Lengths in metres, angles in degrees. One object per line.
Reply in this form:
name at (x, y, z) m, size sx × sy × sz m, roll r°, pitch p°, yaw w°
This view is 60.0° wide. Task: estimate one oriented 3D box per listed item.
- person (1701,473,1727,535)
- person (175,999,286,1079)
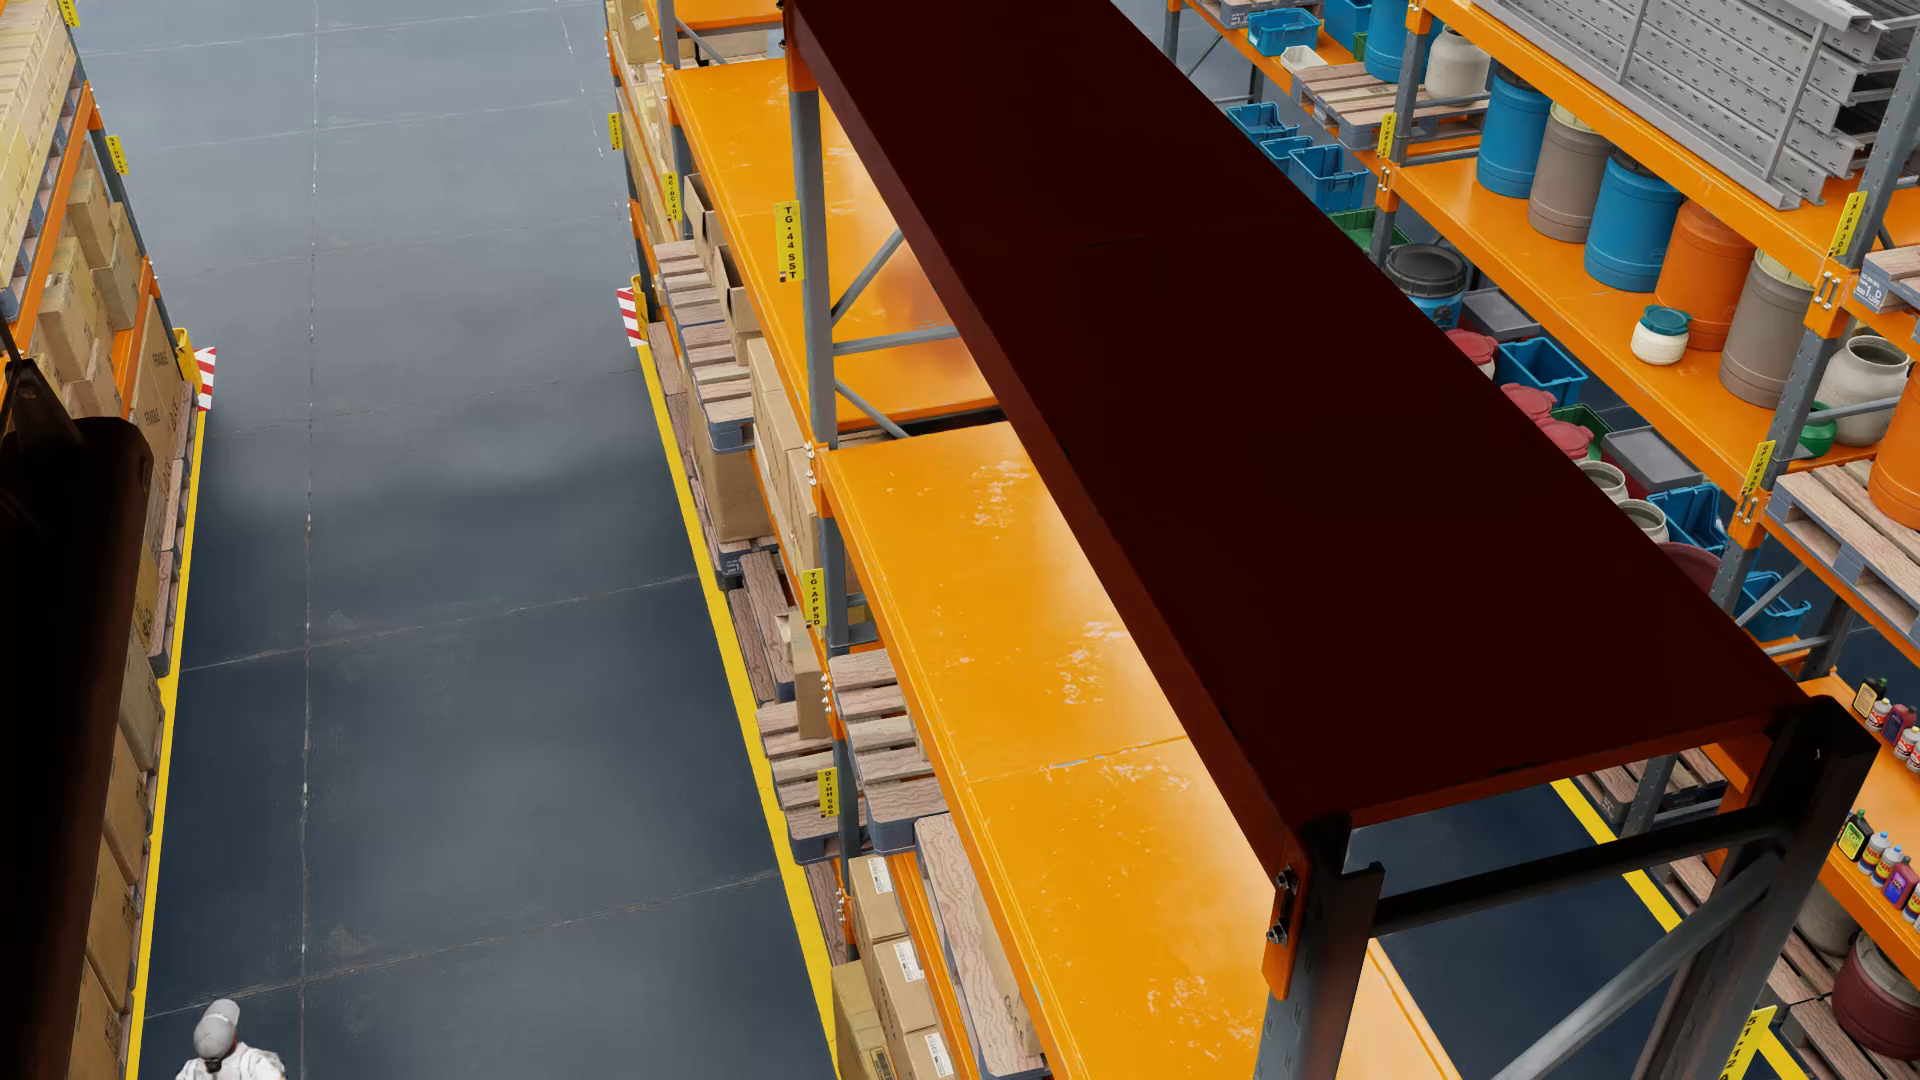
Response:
person at (5.446, -0.569, 12.144) m, size 0.670 × 1.732 × 0.633 m, roll -17°, pitch 42°, yaw -21°
person at (-3.385, 2.792, 7.992) m, size 0.586 × 1.619 × 0.569 m, roll -11°, pitch 40°, yaw -13°
